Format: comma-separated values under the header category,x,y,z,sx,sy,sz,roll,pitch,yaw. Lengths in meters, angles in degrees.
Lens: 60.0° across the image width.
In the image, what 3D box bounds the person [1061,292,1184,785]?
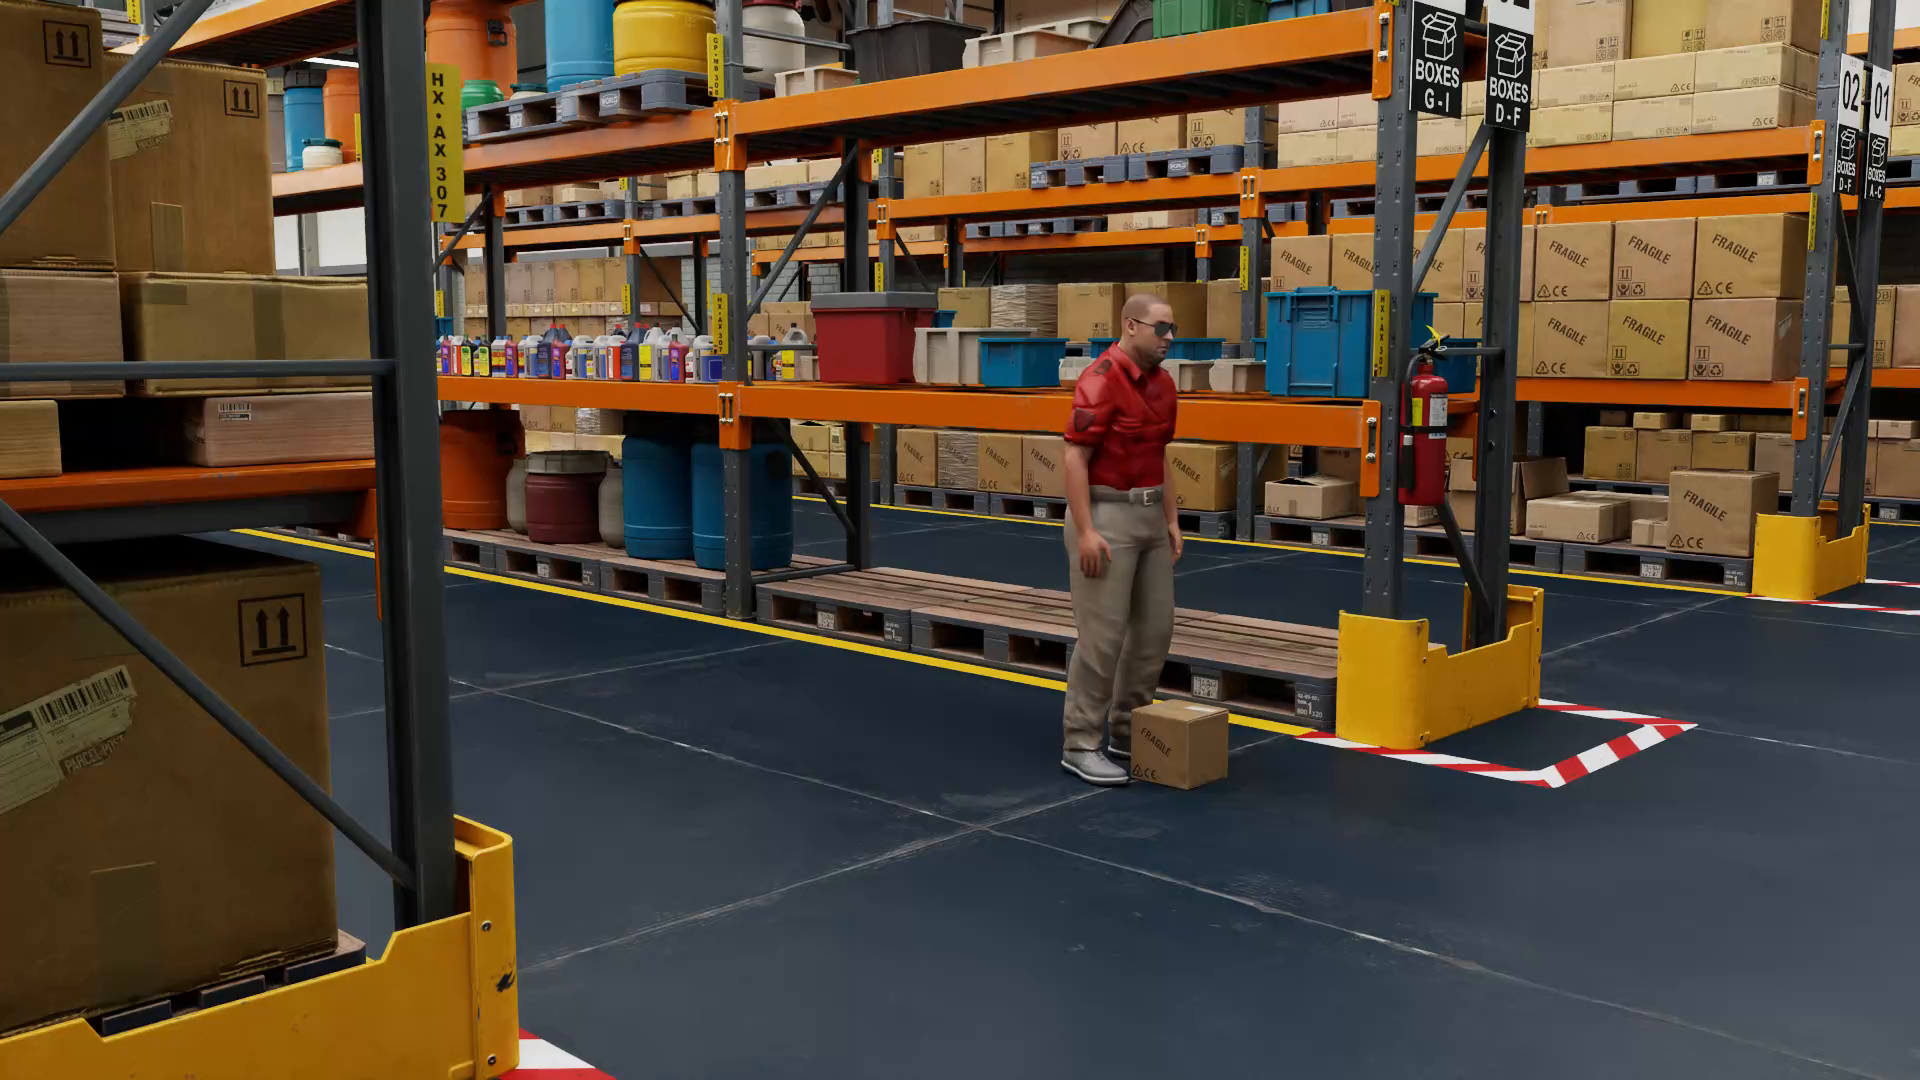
category,x,y,z,sx,sy,sz,roll,pitch,yaw
person,0.601,-0.027,6.031,0.386,1.727,0.594,6,9,42
